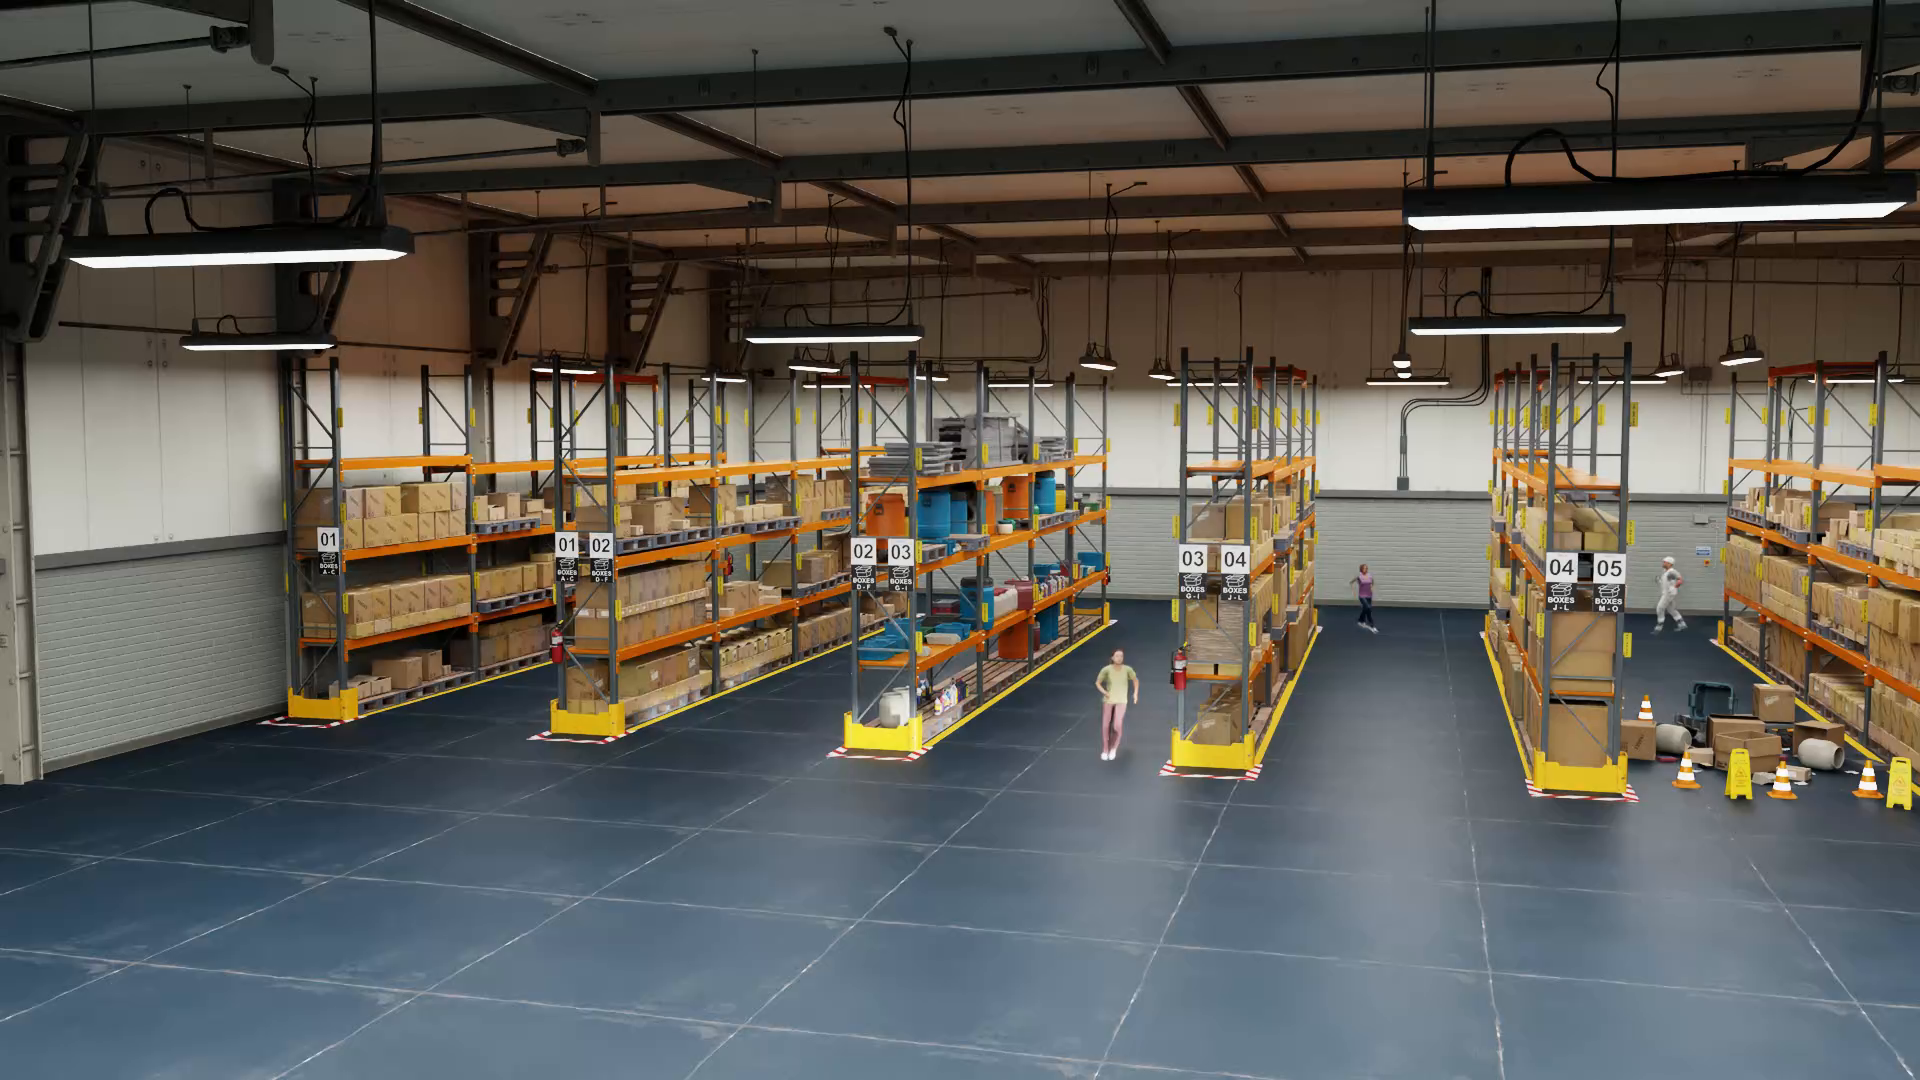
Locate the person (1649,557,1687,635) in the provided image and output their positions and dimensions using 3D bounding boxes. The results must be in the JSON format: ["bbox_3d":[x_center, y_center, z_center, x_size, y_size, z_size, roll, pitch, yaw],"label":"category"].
[{"bbox_3d":[16.334,1.303,38.270,0.820,1.845,0.655,1,4,15],"label":"person"}]

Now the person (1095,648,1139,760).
[{"bbox_3d":[2.291,2.401,24.298,0.626,1.650,0.537,0,4,7],"label":"person"}]

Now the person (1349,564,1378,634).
[{"bbox_3d":[9.450,1.369,38.906,0.572,1.586,0.778,-1,4,-19],"label":"person"}]
